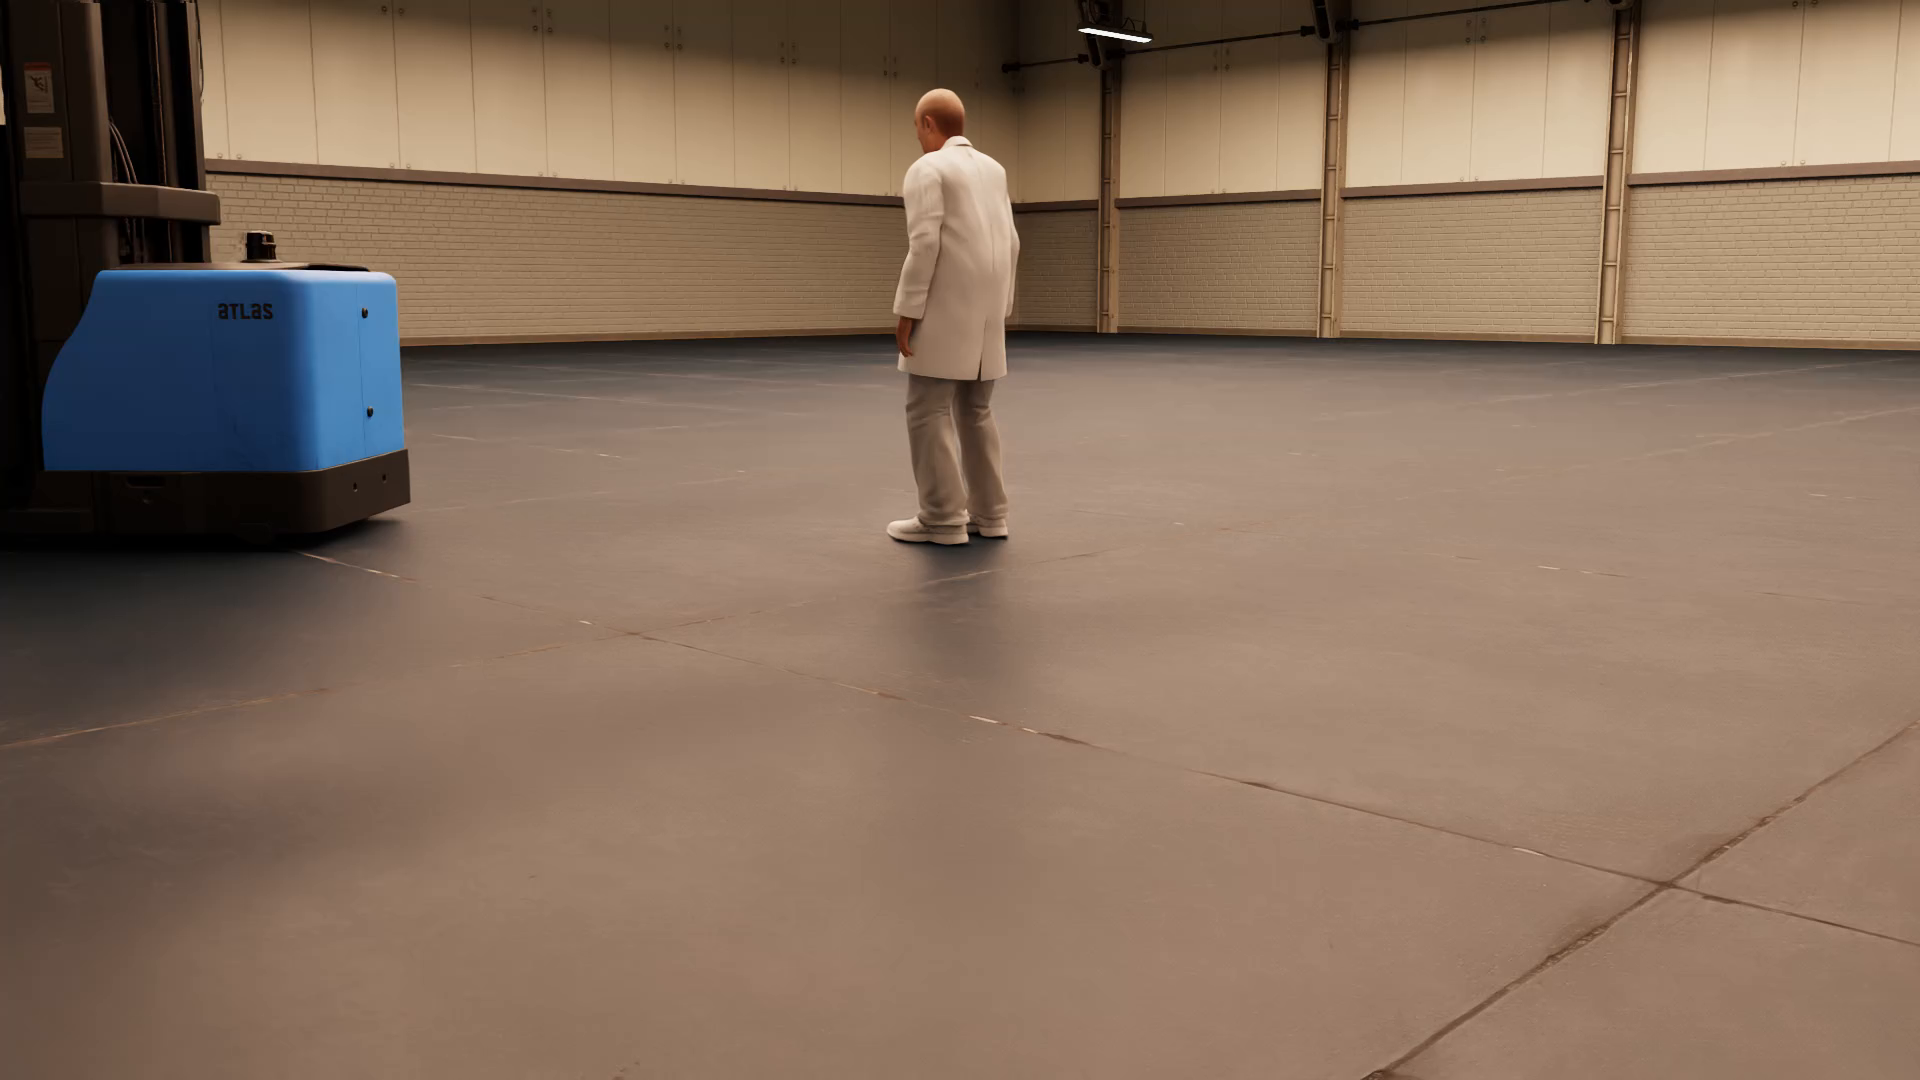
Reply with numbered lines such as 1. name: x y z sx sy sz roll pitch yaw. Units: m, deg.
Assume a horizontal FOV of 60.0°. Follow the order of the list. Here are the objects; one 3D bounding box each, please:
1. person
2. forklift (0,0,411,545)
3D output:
1. person: -0.029 -0.879 6.600 0.431 1.773 0.644 8 11 41
2. forklift: -3.953 -1.488 6.754 3.031 2.935 1.130 0 9 3
